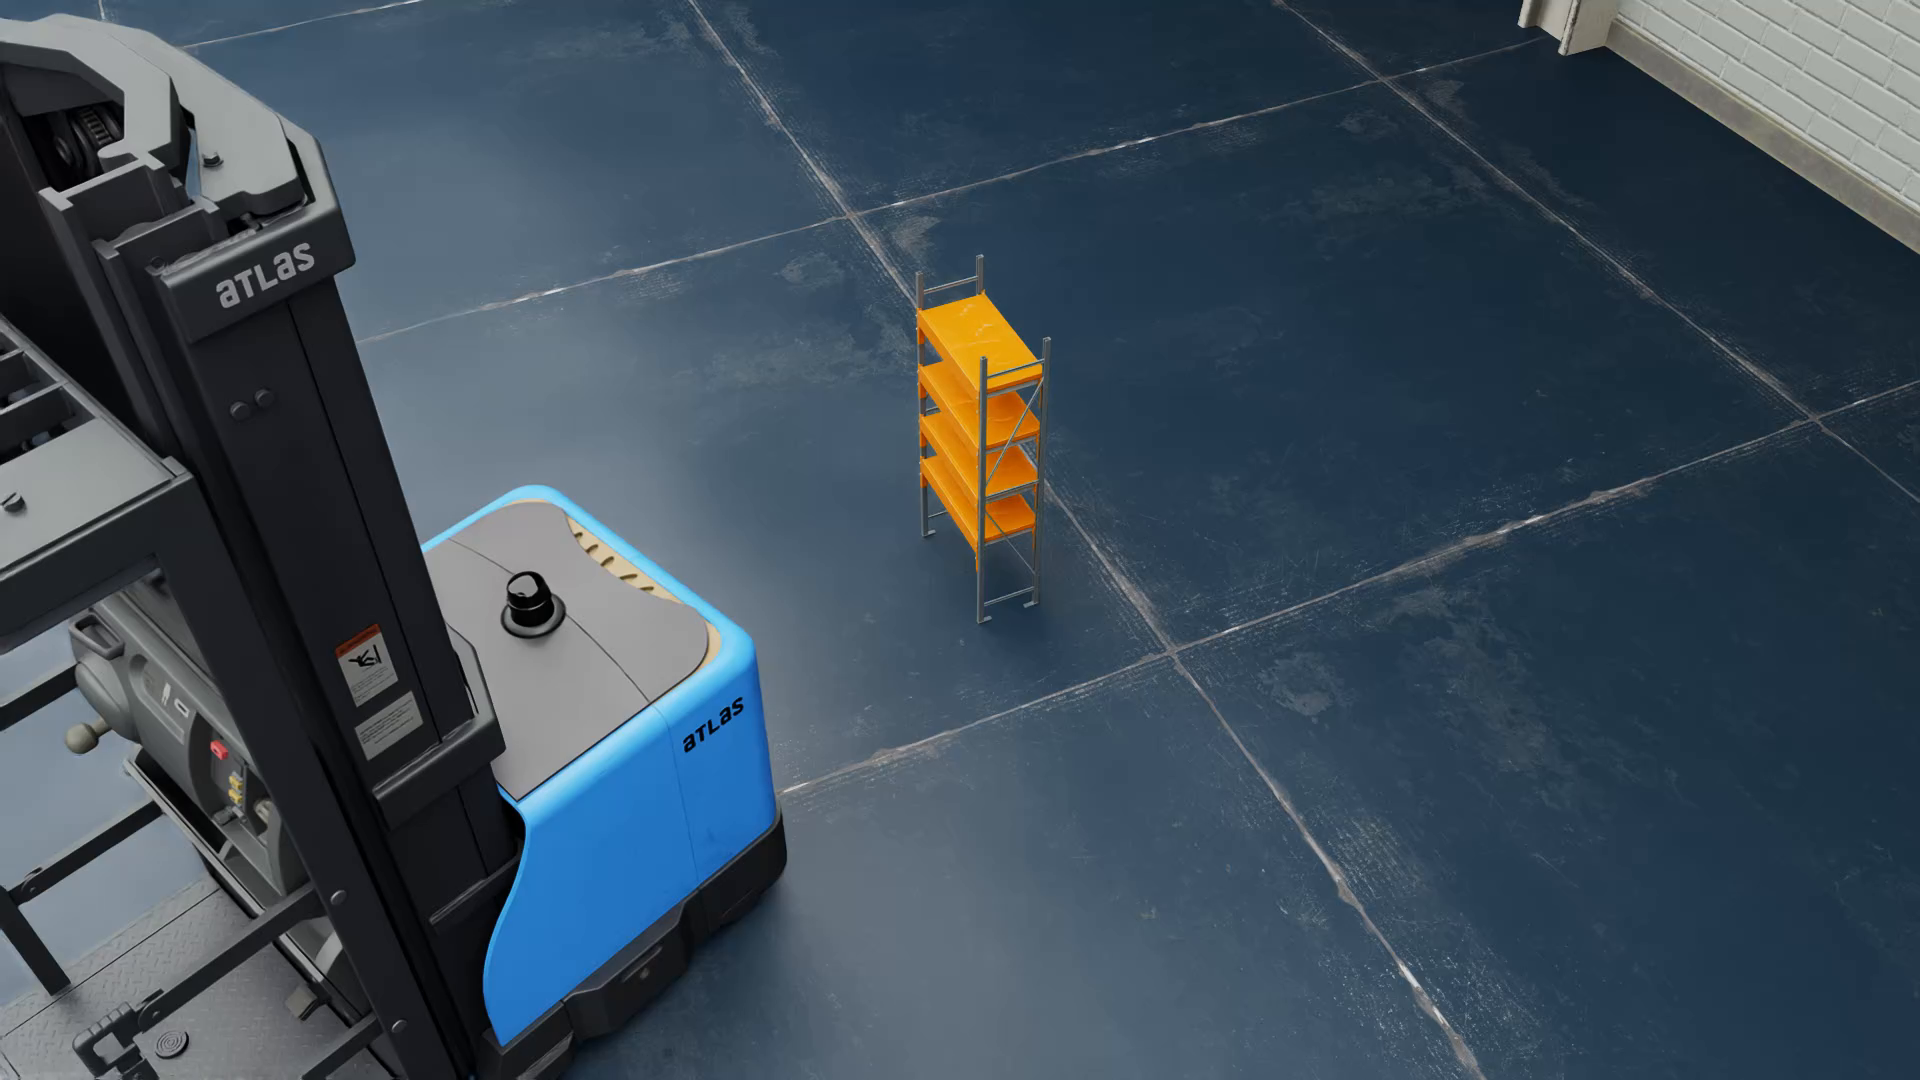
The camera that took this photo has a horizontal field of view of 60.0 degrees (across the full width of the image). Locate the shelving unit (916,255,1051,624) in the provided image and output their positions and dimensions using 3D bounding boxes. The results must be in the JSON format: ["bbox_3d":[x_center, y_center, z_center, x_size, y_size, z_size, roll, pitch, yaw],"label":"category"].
[{"bbox_3d":[0.070,-0.322,5.722,0.258,1.200,0.503,-18,47,-17],"label":"shelving unit"}]

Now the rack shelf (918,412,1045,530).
[{"bbox_3d":[0.070,-0.274,5.769,0.258,0.148,0.480,-18,47,-17],"label":"rack shelf"}]

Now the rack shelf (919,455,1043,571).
[{"bbox_3d":[0.070,-0.132,5.908,0.258,0.148,0.480,-18,47,-17],"label":"rack shelf"}]

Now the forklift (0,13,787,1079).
[{"bbox_3d":[-1.904,0.521,3.635,1.130,2.935,3.031,33,53,29],"label":"forklift"}]

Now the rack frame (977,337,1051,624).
[{"bbox_3d":[0.172,-0.166,5.564,0.240,1.200,0.015,-18,47,-17],"label":"rack frame"}]

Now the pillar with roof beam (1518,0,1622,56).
[{"bbox_3d":[-0.628,-4.685,4.591,9.100,9.000,0.400,-18,47,-17],"label":"pillar with roof beam"}]

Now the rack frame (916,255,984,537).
[{"bbox_3d":[-0.033,-0.477,5.879,0.240,1.200,0.015,-18,47,-17],"label":"rack frame"}]

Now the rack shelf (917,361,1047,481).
[{"bbox_3d":[0.070,-0.433,5.612,0.258,0.148,0.480,-18,47,-17],"label":"rack shelf"}]

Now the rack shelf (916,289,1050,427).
[{"bbox_3d":[0.070,-0.601,5.446,0.258,0.148,0.480,-18,47,-17],"label":"rack shelf"}]
